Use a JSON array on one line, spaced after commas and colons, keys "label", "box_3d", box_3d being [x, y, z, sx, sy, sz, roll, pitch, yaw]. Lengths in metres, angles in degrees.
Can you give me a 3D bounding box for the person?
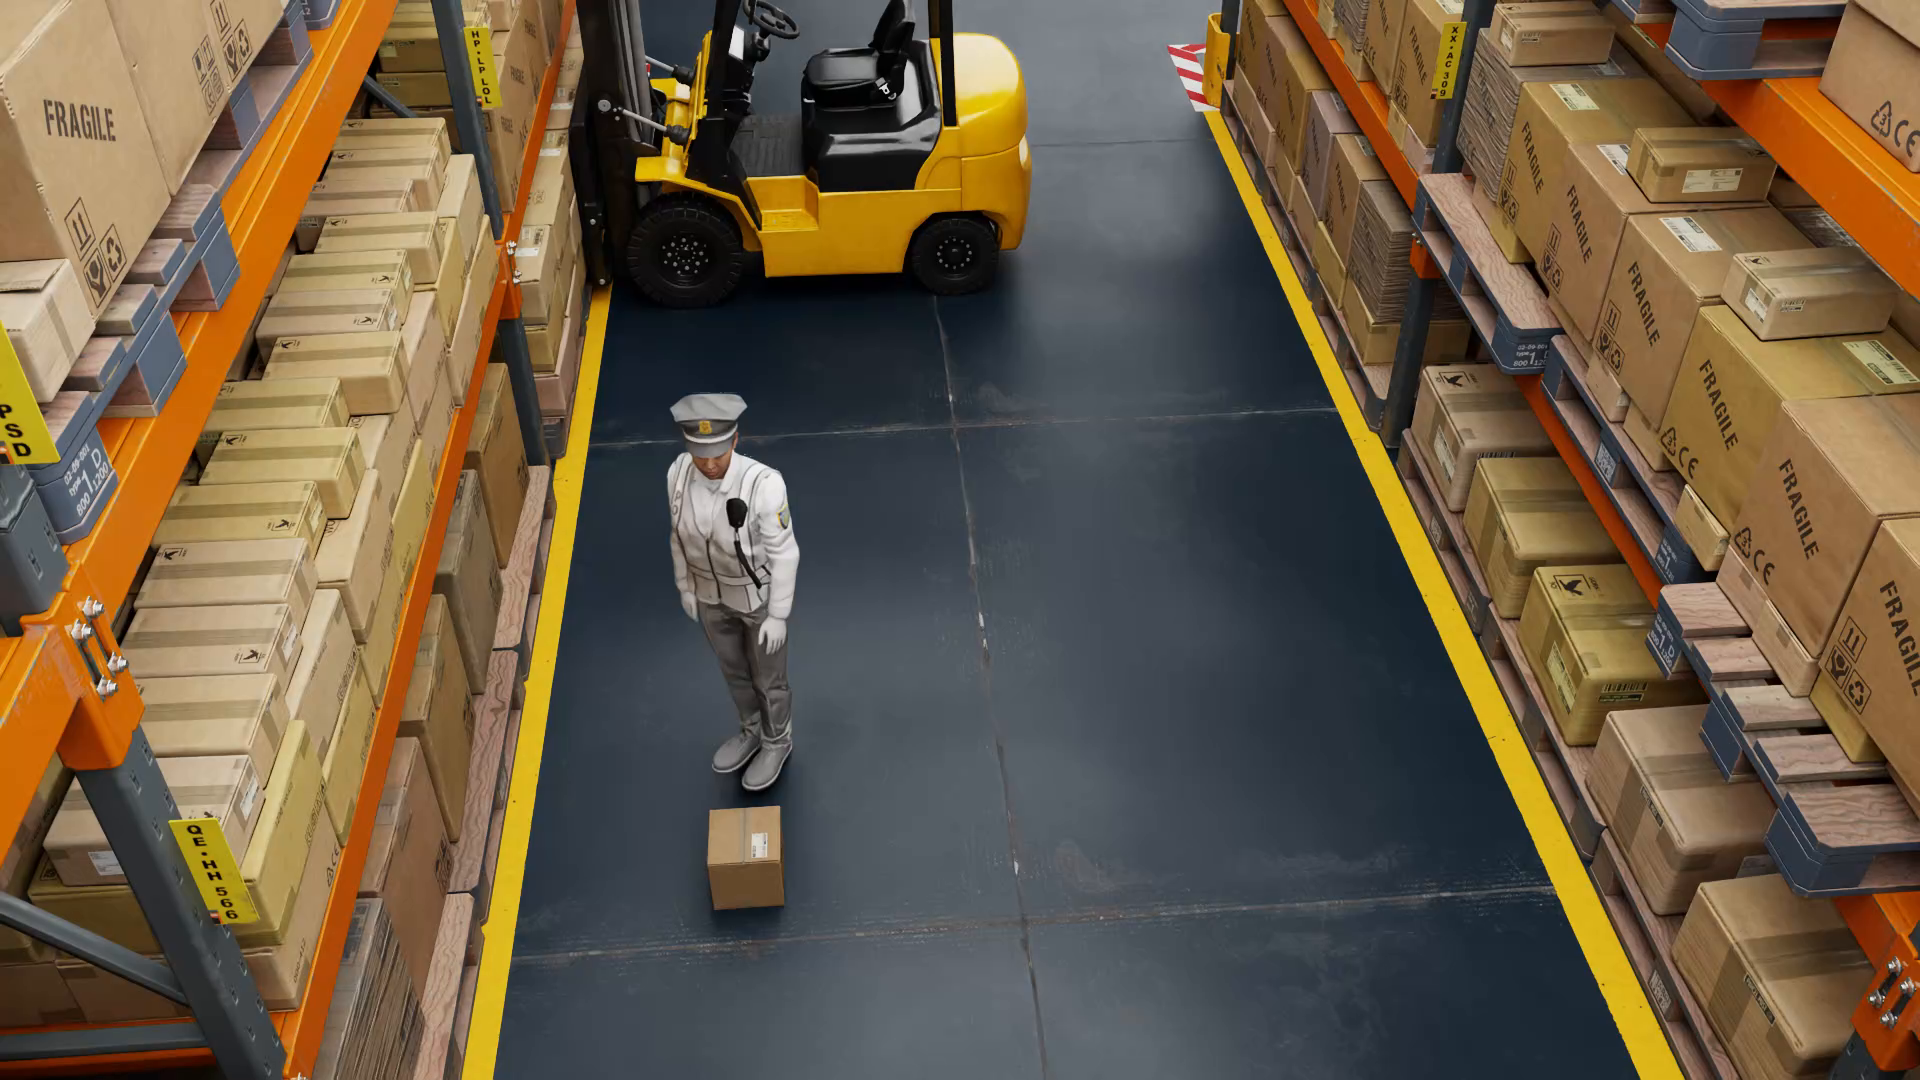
[{"label": "person", "box_3d": [-0.786, 0.204, 5.877, 0.497, 1.702, 0.334, 15, 42, 18]}]
